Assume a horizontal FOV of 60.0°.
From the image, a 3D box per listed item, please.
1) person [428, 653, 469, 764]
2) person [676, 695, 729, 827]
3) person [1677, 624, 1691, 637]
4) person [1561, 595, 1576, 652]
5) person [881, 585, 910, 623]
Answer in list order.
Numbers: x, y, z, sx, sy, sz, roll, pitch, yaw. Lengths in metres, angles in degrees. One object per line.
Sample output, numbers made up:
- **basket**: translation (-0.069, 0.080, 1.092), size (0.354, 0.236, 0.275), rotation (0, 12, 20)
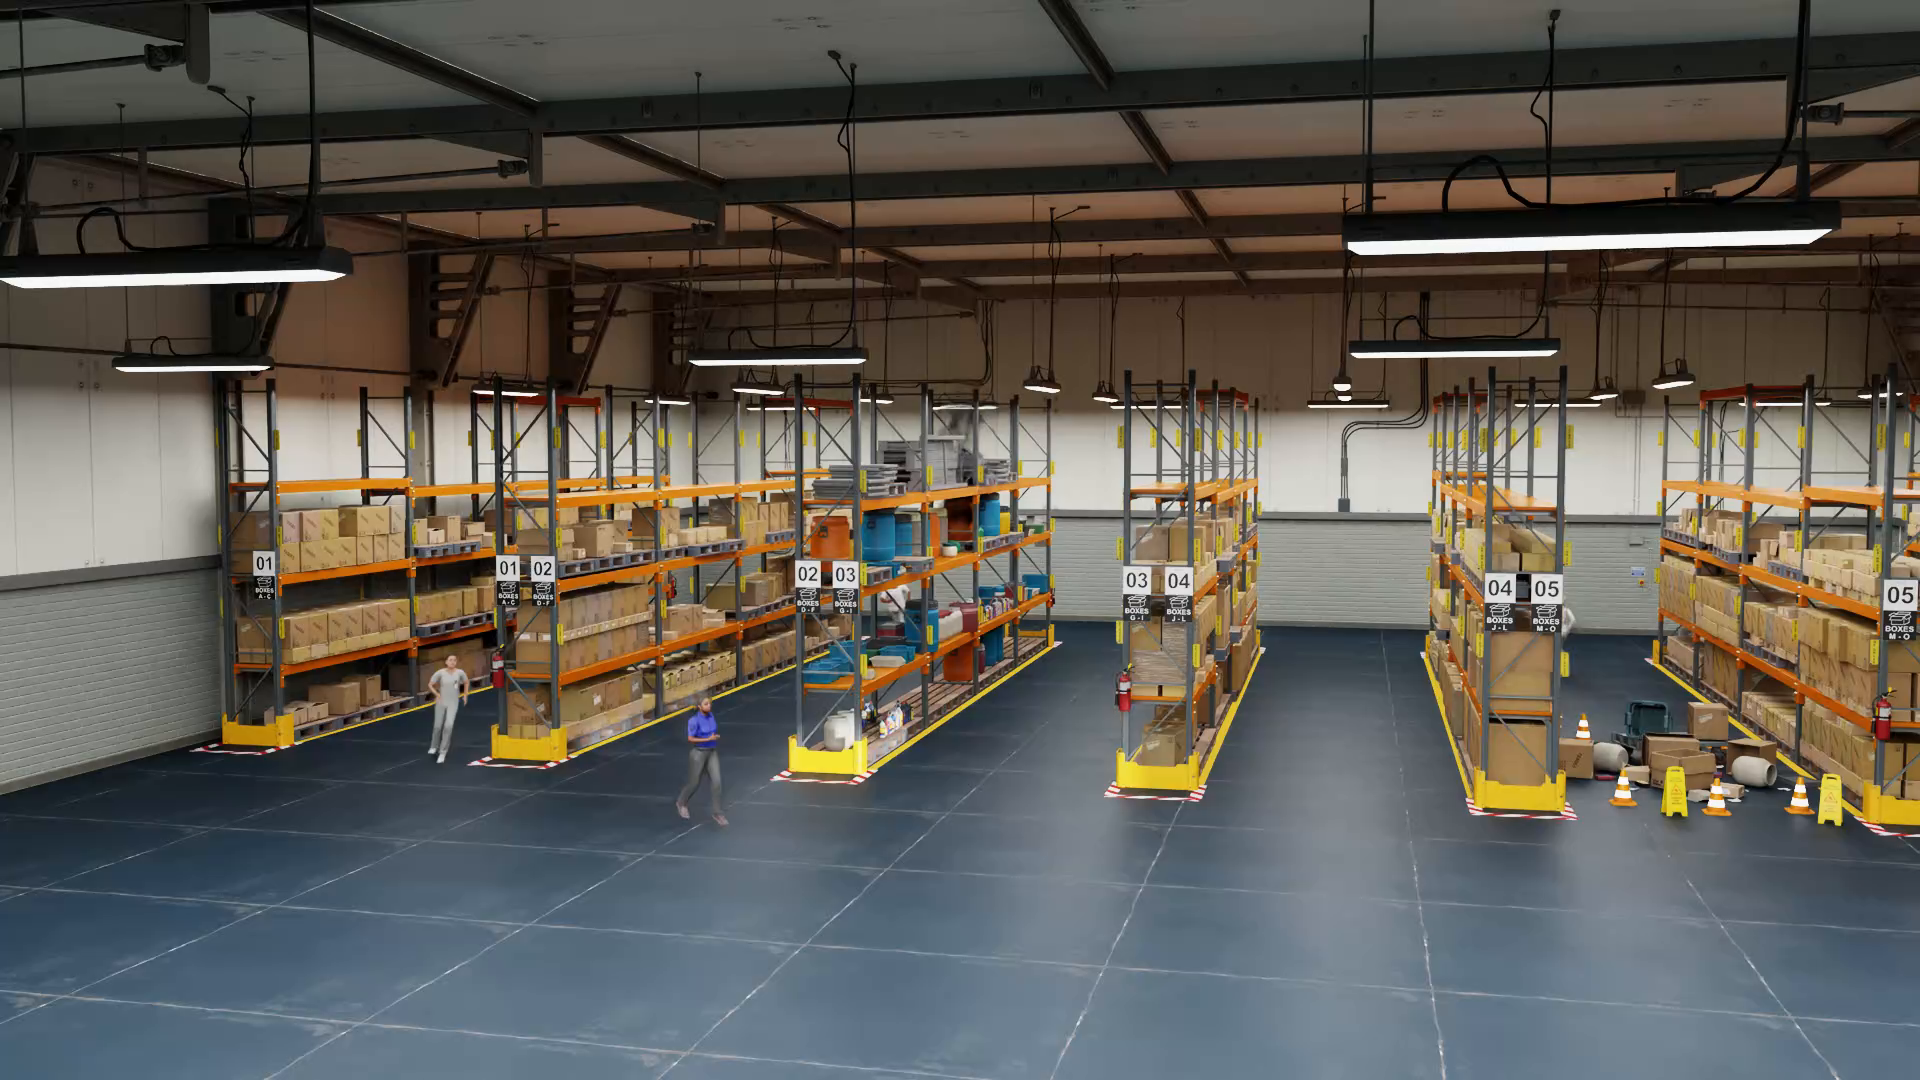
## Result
- **person**: translation (-8.044, 2.634, 26.125), size (0.643, 1.630, 0.846), rotation (-1, 4, -15)
- **person**: translation (-3.368, 2.855, 21.690), size (0.871, 1.684, 0.595), rotation (3, 5, 41)
- **person**: translation (16.716, 1.842, 38.284), size (0.702, 1.769, 0.795), rotation (-3, 5, -43)
- **person**: translation (12.761, 2.038, 35.465), size (0.584, 1.754, 0.743), rotation (0, 3, 3)
- **person**: translation (-1.572, 1.701, 40.342), size (0.703, 1.769, 0.945), rotation (0, 3, 6)
